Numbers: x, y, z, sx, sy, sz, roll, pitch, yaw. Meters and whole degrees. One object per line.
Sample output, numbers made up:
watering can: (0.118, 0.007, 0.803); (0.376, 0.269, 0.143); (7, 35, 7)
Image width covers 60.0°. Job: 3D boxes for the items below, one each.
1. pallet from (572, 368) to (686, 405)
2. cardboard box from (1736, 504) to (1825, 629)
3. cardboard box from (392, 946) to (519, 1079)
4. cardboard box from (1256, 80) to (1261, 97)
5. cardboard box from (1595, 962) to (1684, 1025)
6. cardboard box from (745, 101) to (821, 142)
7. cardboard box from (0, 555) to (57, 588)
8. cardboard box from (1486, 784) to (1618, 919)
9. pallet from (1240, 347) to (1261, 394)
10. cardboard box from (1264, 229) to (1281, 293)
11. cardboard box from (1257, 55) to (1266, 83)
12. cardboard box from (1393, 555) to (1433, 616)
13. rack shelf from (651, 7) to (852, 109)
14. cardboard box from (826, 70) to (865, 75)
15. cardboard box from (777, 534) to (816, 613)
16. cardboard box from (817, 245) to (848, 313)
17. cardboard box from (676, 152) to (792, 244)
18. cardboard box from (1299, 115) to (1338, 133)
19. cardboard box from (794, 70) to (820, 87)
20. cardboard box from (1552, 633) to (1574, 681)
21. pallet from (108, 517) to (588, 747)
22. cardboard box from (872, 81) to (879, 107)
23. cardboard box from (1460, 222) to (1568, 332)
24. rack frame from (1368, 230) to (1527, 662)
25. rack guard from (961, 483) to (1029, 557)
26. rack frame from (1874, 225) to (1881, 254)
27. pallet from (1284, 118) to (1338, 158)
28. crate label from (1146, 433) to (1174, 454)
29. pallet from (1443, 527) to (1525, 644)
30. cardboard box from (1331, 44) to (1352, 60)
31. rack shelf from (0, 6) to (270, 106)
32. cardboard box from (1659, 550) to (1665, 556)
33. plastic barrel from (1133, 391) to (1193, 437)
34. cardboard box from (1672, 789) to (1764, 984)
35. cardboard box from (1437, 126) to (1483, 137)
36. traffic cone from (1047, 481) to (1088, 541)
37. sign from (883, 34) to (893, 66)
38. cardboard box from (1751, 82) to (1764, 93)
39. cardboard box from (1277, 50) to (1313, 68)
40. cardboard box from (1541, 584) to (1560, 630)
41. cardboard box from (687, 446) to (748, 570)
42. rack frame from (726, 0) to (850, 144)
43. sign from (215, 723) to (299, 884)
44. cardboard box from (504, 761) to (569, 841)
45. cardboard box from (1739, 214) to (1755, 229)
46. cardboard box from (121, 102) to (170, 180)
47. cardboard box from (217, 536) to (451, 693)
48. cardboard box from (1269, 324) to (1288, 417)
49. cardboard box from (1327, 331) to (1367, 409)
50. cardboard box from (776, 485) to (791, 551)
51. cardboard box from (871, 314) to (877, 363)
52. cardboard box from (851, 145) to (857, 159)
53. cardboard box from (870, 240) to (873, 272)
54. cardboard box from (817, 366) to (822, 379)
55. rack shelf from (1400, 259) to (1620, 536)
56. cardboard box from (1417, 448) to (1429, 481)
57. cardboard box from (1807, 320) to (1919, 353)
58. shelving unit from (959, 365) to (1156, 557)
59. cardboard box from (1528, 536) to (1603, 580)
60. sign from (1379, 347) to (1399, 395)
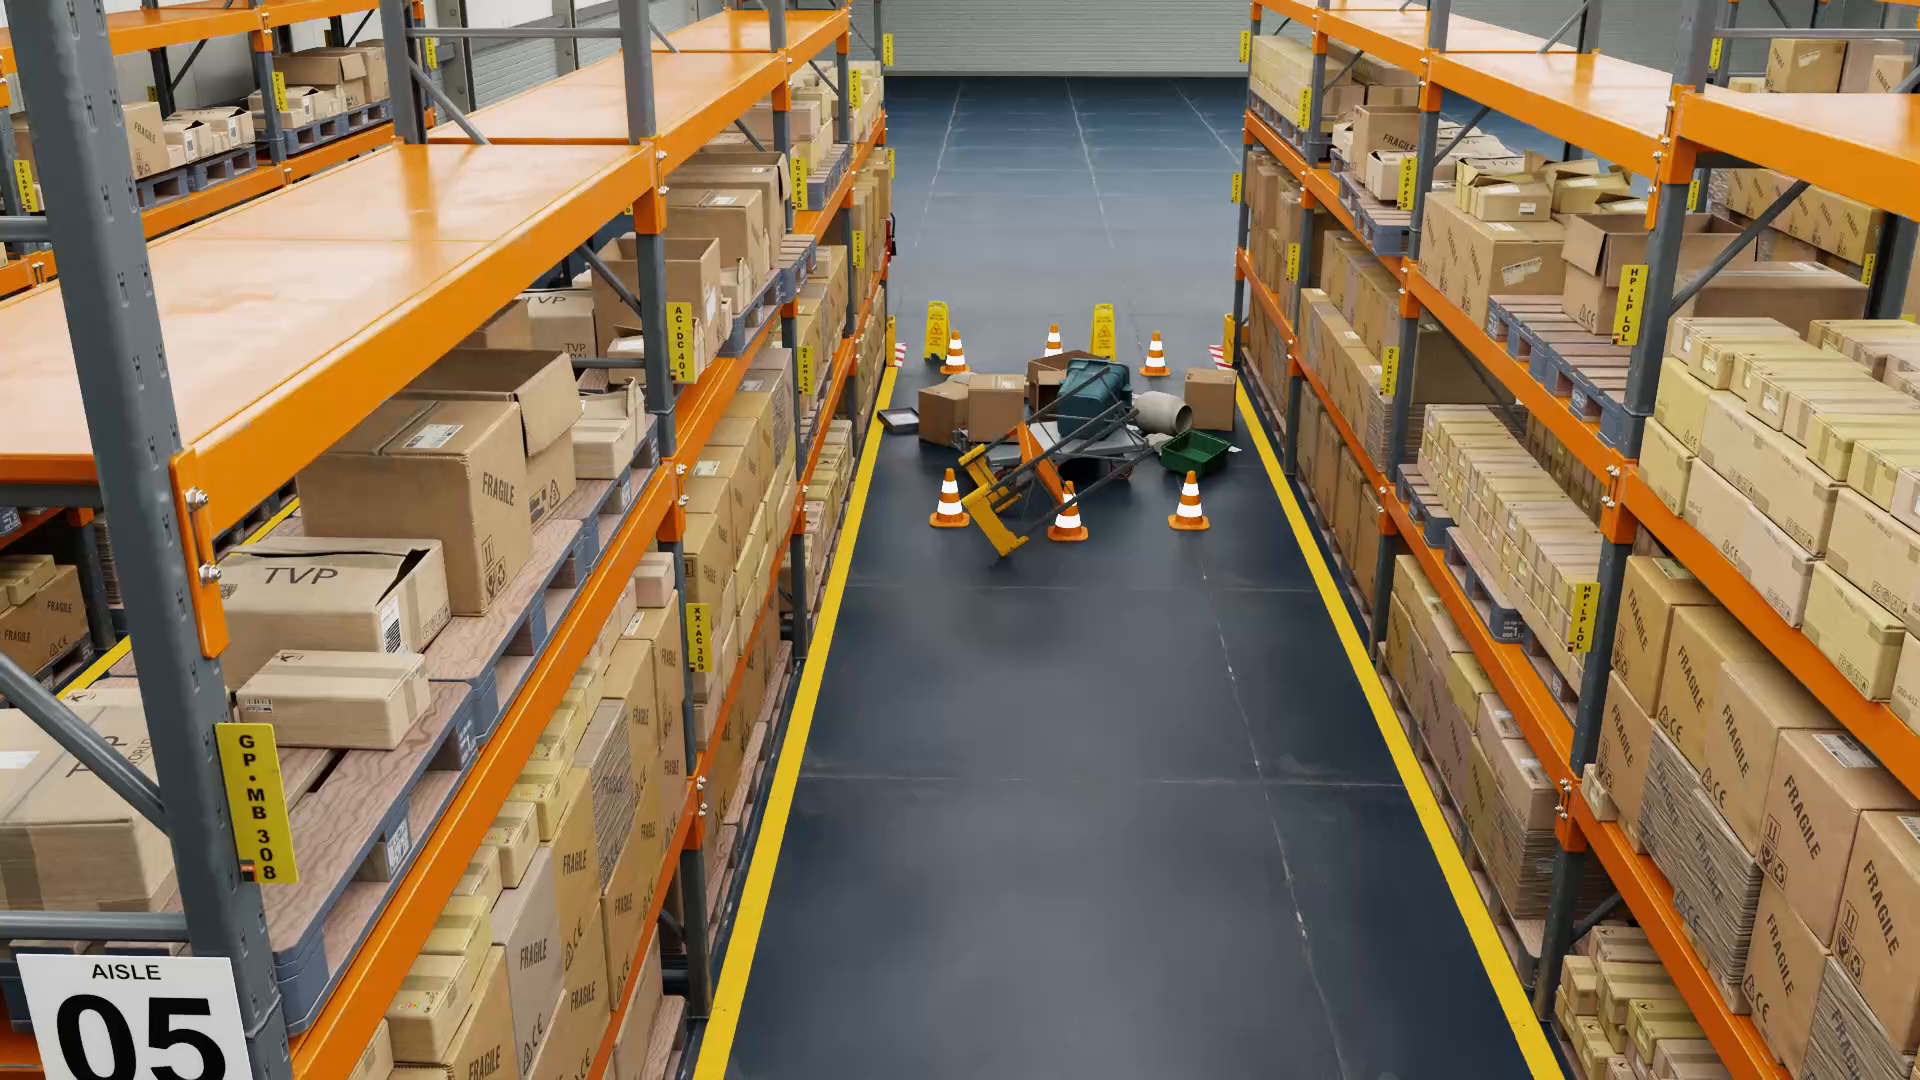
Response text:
pallet: (-1.715, -0.777, 7.797); (0.805, 0.209, 1.217); (0, 21, -1)
cardboard box: (2.937, 0.087, 5.512); (0.500, 0.250, 0.500); (2, 21, 4)
cardboard box: (-1.508, 1.440, 4.444); (0.500, 0.500, 0.500); (0, 21, 0)
cardboard box: (3.276, -4.678, 17.213); (0.380, 0.149, 0.250); (1, 21, 2)
cardboard box: (2.972, 1.959, 7.165); (0.380, 0.149, 0.250); (2, 21, 4)
cardboard box: (-1.350, -3.206, 12.727); (0.500, 0.250, 0.500); (1, 21, 3)
cardboard box: (-6.296, 0.213, 11.106); (0.380, 0.149, 0.250); (0, 21, -1)
cardboard box: (3.028, 1.581, 8.476); (0.500, 0.500, 0.500); (0, 21, 1)
pallet: (3.676, -1.867, 18.343); (1.003, 0.211, 1.213); (1, 21, 2)
cardboard box: (3.544, -2.800, 16.685); (0.875, 0.550, 0.500); (1, 21, 2)
cardboard box: (3.336, -4.811, 17.007); (0.500, 0.250, 0.500); (0, 21, 1)
cardboard box: (3.116, 0.302, 10.736); (0.500, 0.250, 0.500); (0, 21, -1)
rack shelf: (-1.511, -3.581, 12.158); (1.077, 0.370, 4.000); (1, 21, 2)
cardboard box: (-1.154, -4.638, 16.727); (0.380, 0.149, 0.250); (1, 21, 2)
cardboard box: (-1.545, 0.243, 12.102); (0.950, 0.372, 0.625); (-1, 21, -2)
cardboard box: (-1.235, -2.240, 14.319); (0.500, 0.500, 0.500); (0, 21, 1)
cardboard box: (-1.433, -2.087, 10.184); (0.797, 0.503, 0.637); (-1, 21, -2)
cardboard box: (3.192, -3.670, 14.616); (0.380, 0.149, 0.250); (1, 21, 1)
cardboard box: (-1.599, -4.640, 16.733); (0.380, 0.149, 0.250); (1, 21, 1)
cardboard box: (3.078, 0.563, 7.991); (0.380, 0.149, 0.250); (1, 21, 2)
pallet: (-1.769, 0.242, 5.027); (1.003, 0.211, 1.213); (1, 21, 2)
cardboard box: (-1.105, -4.572, 17.109); (0.500, 0.250, 0.500); (0, 21, 1)
cardboard box: (3.077, -1.444, 9.113); (0.500, 0.500, 0.500); (1, 21, 2)
rack frame: (3.379, -0.565, 11.131); (1.000, 3.000, 0.127); (1, 21, 2)
rack guard: (0.283, -0.161, 13.372); (0.250, 0.587, 0.087); (-33, 19, 11)
rack frame: (8.455, -1.920, 14.623); (1.000, 3.000, 0.127); (1, 21, 2)
pallet: (3.536, -3.664, 15.094); (1.003, 0.211, 1.213); (1, 21, 2)
crate label: (1.919, -0.936, 16.044); (0.298, 0.136, 0.250); (-16, 26, -35)
pallet: (3.359, 0.241, 9.320); (1.003, 0.211, 1.213); (1, 21, 2)
cardboard box: (3.919, -4.860, 16.581); (0.380, 0.149, 0.250); (1, 21, 2)
rack shelf: (-6.473, -3.634, 12.295); (1.077, 0.370, 4.000); (1, 21, 2)
cardboard box: (3.751, 0.105, 8.351); (0.380, 0.149, 0.250); (0, 21, 1)
plastic barrel: (2.001, -1.237, 16.425); (0.512, 0.421, 0.421); (18, 27, 38)
cardboard box: (2.931, 1.233, 5.947); (0.500, 0.500, 0.500); (0, 21, 0)
cardboard box: (3.667, -2.974, 12.598); (0.500, 0.311, 0.500); (0, 21, 0)
traffic cone: (0.902, -0.266, 13.869); (0.336, 0.463, 0.334); (1, 21, 2)
sign: (-0.775, -5.273, 17.895); (0.100, 0.325, 0.005); (1, 21, 2)
cardboard box: (8.348, -4.598, 17.035); (0.380, 0.149, 0.250); (0, 21, 1)
cardboard box: (3.239, -4.591, 15.888); (0.380, 0.149, 0.250); (1, 21, 2)
cardboard box: (3.089, 0.333, 8.172); (0.380, 0.149, 0.250); (2, 21, 4)
cardboard box: (-1.388, -0.170, 8.595); (0.500, 0.500, 0.500); (0, 21, 0)
rack frame: (-1.451, -4.826, 13.819); (1.000, 3.000, 0.127); (1, 21, 2)
sign: (-1.261, 0.475, 2.986); (0.100, 0.325, 0.005); (1, 21, 2)
cardboard box: (-1.439, 0.809, 5.173); (0.380, 0.149, 0.250); (0, 21, 0)
cardboard box: (8.637, -3.171, 17.298); (0.875, 0.500, 0.500); (1, 21, 2)
cardboard box: (-6.237, -2.950, 12.276); (0.500, 0.500, 0.500); (1, 21, 3)
cardboard box: (-1.720, 0.170, 4.495); (0.500, 0.311, 0.500); (1, 21, 3)
cardboard box: (3.613, -1.769, 16.591); (0.875, 0.875, 0.875); (1, 21, 2)
cardboard box: (3.167, -1.323, 12.948); (0.500, 0.500, 0.500); (1, 21, 2)
cardboard box: (-1.328, -0.142, 10.249); (0.500, 0.250, 0.500); (1, 21, 3)
cardboard box: (-1.127, -2.075, 17.207); (0.500, 0.500, 0.500); (0, 21, 0)
cardboard box: (-1.130, -3.514, 14.933); (0.380, 0.149, 0.250); (1, 21, 2)
cardboard box: (-1.143, -2.916, 16.642); (0.500, 0.500, 0.500); (1, 21, 2)
cardboard box: (-1.279, -1.360, 12.949); (0.380, 0.149, 0.250); (1, 21, 3)
rack shelf: (3.318, -0.904, 8.855); (1.077, 0.370, 4.000); (1, 21, 2)
cardboard box: (3.163, -0.484, 10.689); (0.380, 0.149, 0.250); (0, 21, 1)
cardboard box: (3.521, -0.750, 6.426); (0.380, 0.149, 0.250); (0, 21, -1)
shelving unit: (0.783, -0.681, 13.714); (1.500, 0.587, 1.083); (-33, 19, 11)
cardboard box: (3.099, 0.093, 8.381); (0.380, 0.149, 0.250); (1, 21, 1)
sign: (2.824, -1.109, 10.934); (0.100, 0.325, 0.005); (1, 21, 2)
